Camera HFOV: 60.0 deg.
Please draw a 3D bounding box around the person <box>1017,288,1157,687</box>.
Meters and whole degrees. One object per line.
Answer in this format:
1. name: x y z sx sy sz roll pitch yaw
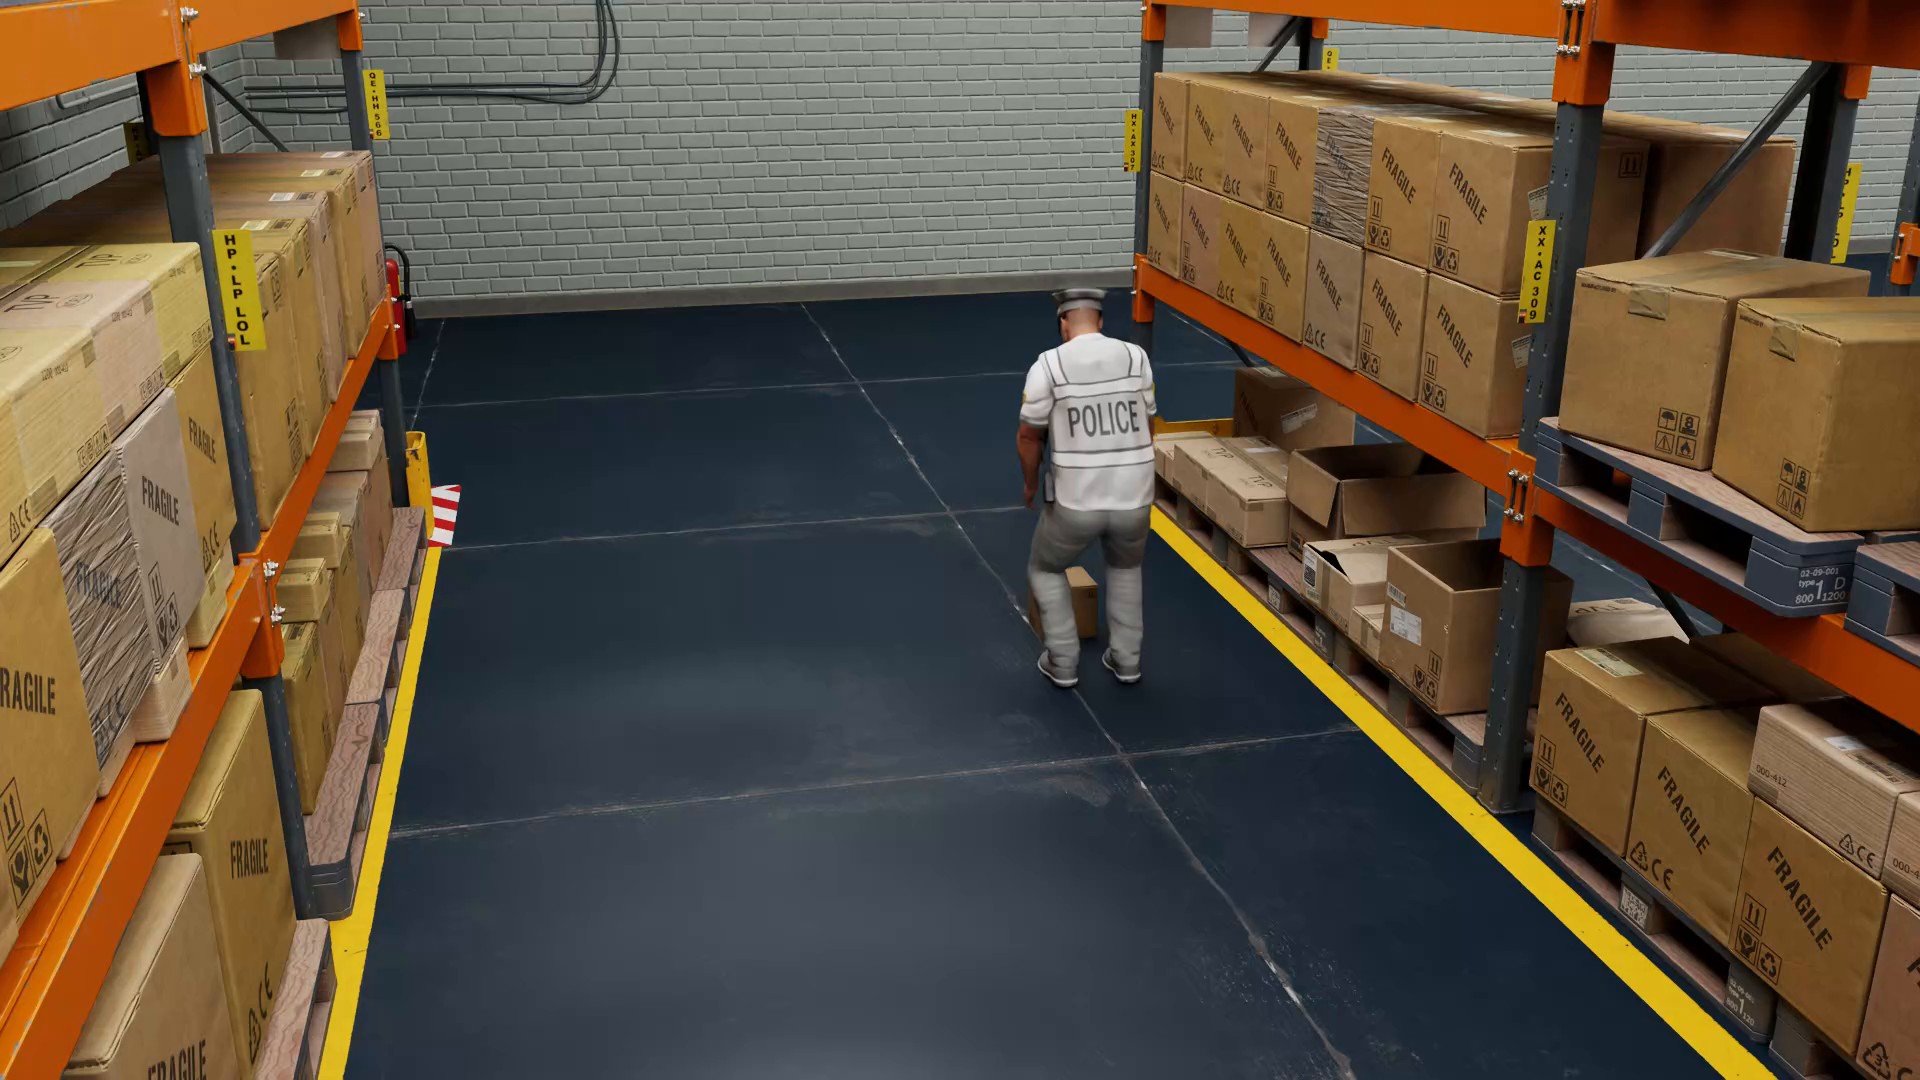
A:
1. person: 0.518 -0.201 6.827 0.575 1.633 0.609 -3 20 -8
